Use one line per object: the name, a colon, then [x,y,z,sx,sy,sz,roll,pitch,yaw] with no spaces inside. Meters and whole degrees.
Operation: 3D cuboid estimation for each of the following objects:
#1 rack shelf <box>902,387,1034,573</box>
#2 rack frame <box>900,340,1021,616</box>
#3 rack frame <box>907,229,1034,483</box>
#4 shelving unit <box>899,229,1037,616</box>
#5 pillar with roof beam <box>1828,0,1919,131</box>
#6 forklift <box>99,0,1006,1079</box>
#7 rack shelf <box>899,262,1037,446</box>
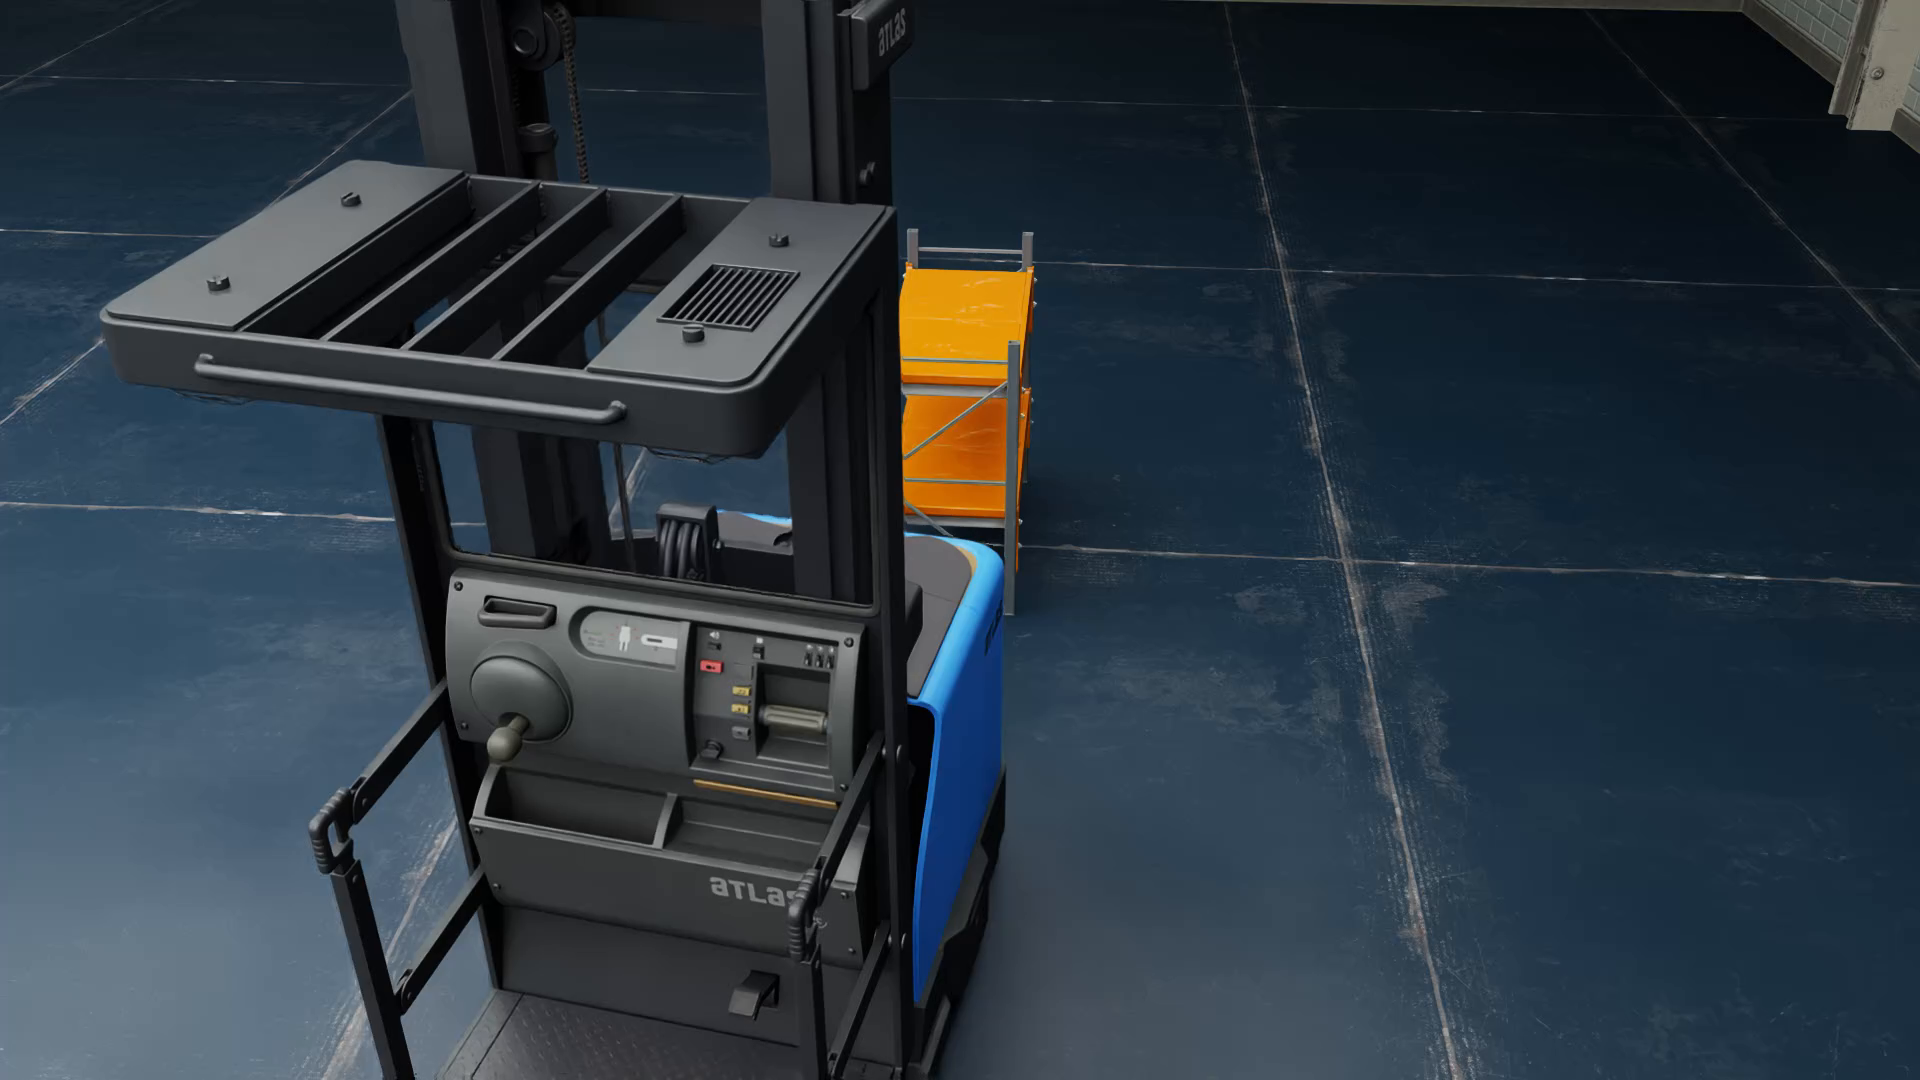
rack shelf: [-0.001,-0.267,6.577,0.538,0.278,1.000,2,32,4]
rack frame: [-0.042,-0.210,6.018,0.500,1.125,0.032,2,32,4]
rack frame: [0.041,-0.741,6.880,0.500,1.125,0.032,2,32,4]
shelving unit: [-0.001,-0.475,6.449,0.538,1.125,1.048,2,32,4]
pillar with roof beam: [1.897,-6.892,9.357,9.100,9.000,0.400,2,32,4]
forklift: [-0.710,0.365,3.364,1.130,2.935,3.031,7,32,12]
rack shelf: [-0.001,-0.725,6.296,0.538,0.278,1.000,2,32,4]
